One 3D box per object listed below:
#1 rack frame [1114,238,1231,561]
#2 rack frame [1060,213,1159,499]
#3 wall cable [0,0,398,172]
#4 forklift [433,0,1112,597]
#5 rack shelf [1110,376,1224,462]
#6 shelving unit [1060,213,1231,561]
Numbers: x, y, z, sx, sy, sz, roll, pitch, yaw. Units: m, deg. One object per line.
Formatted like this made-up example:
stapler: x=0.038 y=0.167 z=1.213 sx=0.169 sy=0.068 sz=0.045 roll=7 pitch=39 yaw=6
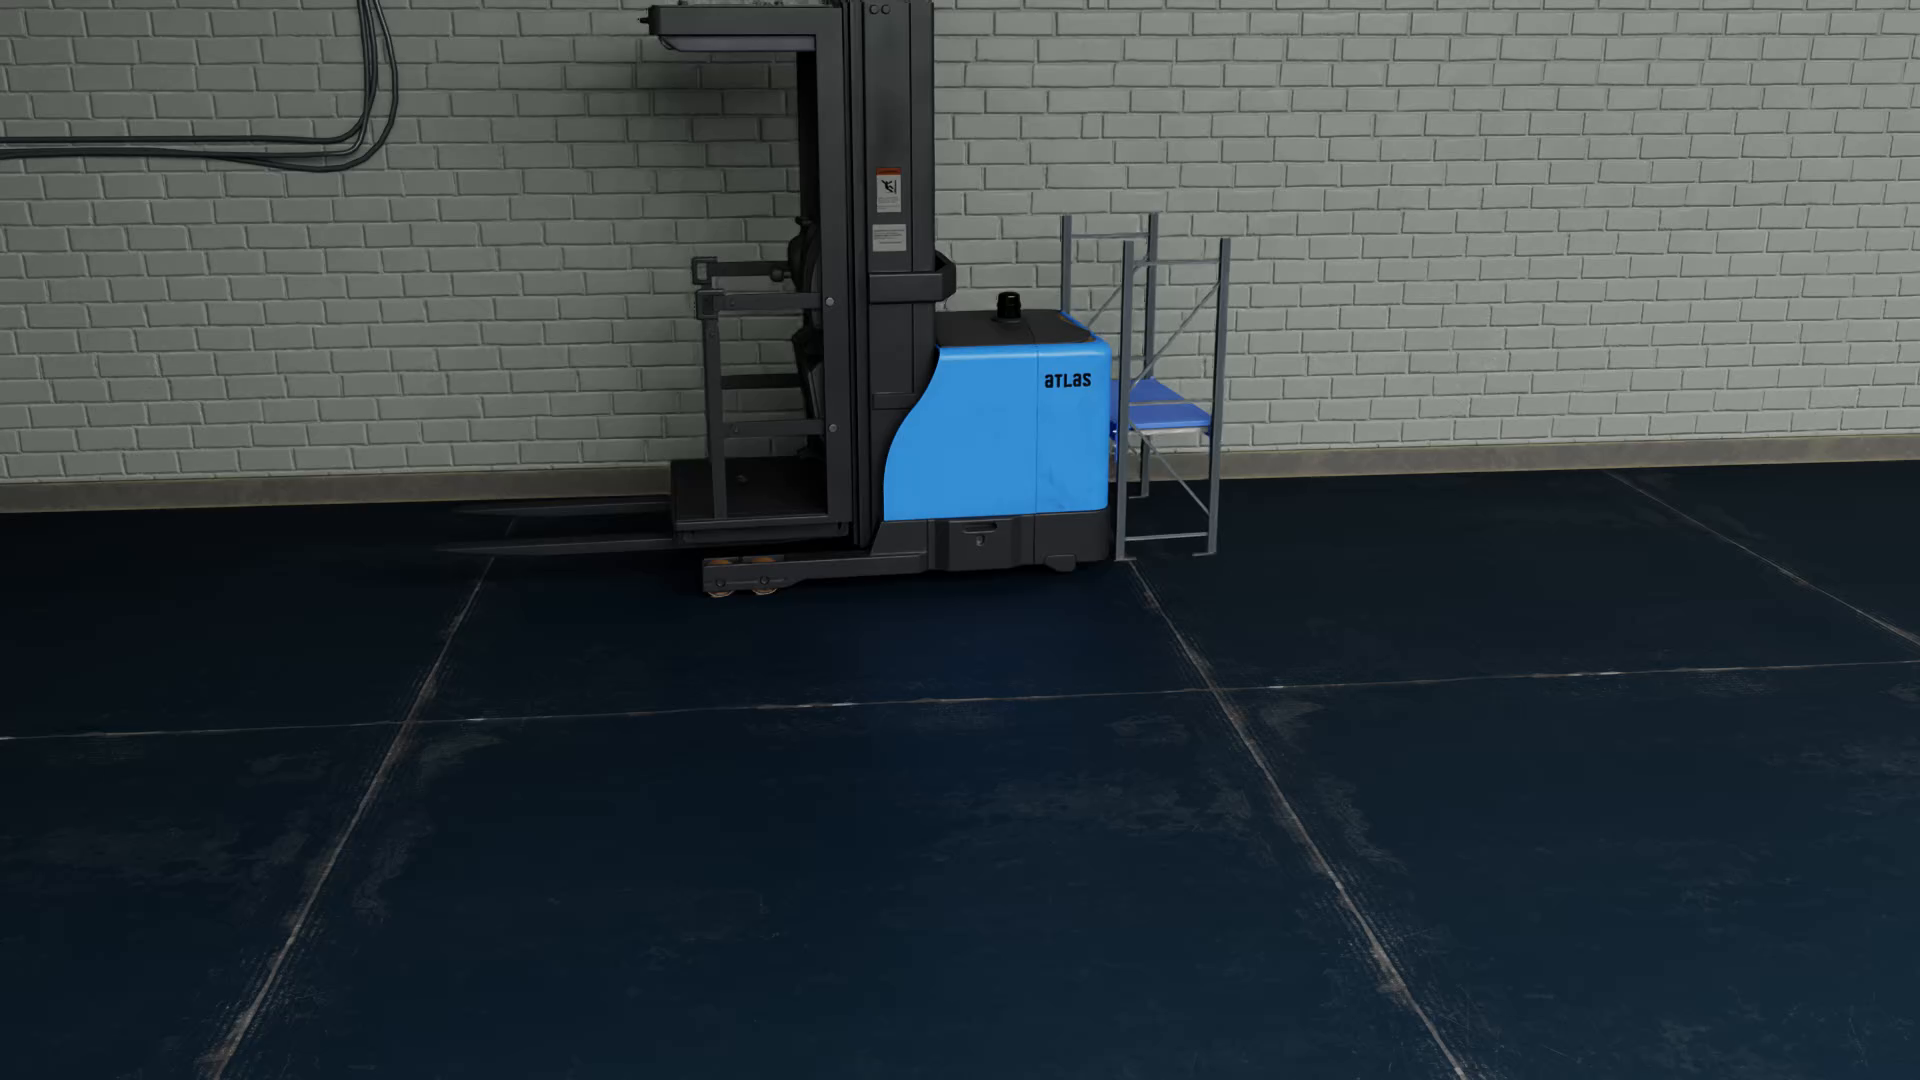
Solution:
rack frame: x=0.976 y=-0.634 z=7.693 sx=0.500 sy=1.500 sz=0.032 roll=-4 pitch=18 yaw=-12
rack frame: x=0.762 y=-0.932 z=8.641 sx=0.500 sy=1.500 sz=0.032 roll=-4 pitch=18 yaw=-12
wall cable: x=-4.304 y=-2.963 z=7.776 sx=3.097 sy=2.526 sz=0.112 roll=-2 pitch=18 yaw=-6
forklift: x=-0.873 y=-1.315 z=7.471 sx=3.031 sy=2.935 sz=1.130 roll=-3 pitch=18 yaw=-9
rack shelf: x=0.869 y=-0.611 z=8.221 sx=0.538 sy=0.185 sz=1.000 roll=-4 pitch=18 yaw=-12
shelving unit: x=0.869 y=-0.783 z=8.167 sx=0.538 sy=1.500 sz=1.048 roll=-4 pitch=18 yaw=-12
